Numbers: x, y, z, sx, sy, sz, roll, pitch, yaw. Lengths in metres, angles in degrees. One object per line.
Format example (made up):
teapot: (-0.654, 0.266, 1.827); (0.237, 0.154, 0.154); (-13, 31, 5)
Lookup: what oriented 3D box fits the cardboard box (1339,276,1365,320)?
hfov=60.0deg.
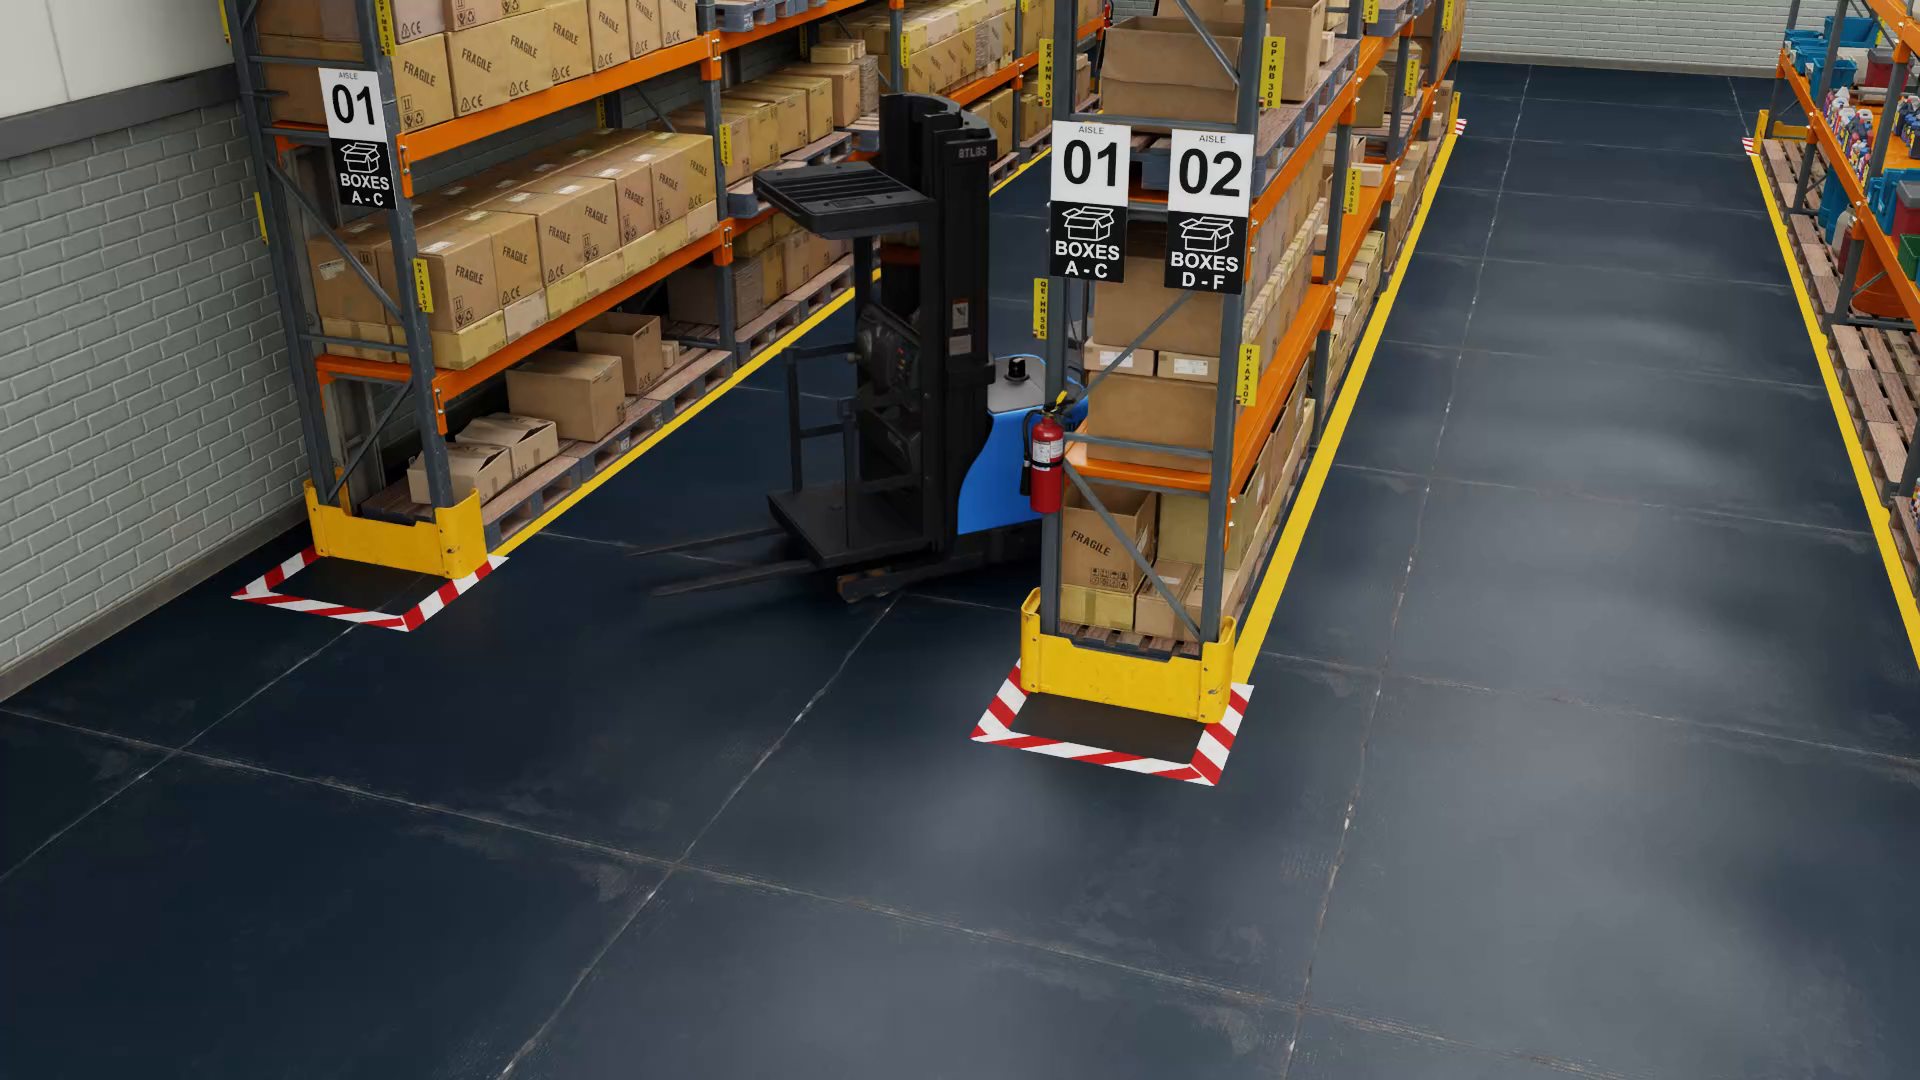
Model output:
cardboard box: (3.156, -2.109, 14.194); (0.500, 0.311, 0.500); (10, 27, 19)

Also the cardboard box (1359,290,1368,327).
cardboard box: (3.321, -2.065, 14.746); (0.500, 0.250, 0.500); (9, 27, 19)

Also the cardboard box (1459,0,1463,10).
cardboard box: (6.042, -6.922, 20.842); (0.500, 0.500, 0.500); (10, 27, 19)

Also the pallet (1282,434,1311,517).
pallet: (1.969, -0.564, 12.172); (1.003, 0.211, 1.213); (9, 27, 17)

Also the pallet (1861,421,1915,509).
pallet: (7.167, -0.493, 12.026); (1.003, 0.211, 1.213); (9, 27, 17)

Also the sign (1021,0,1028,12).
sign: (0.777, -6.555, 20.108); (0.100, 0.325, 0.005); (9, 27, 17)

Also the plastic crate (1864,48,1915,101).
plastic crate: (10.138, -5.094, 18.186); (0.402, 0.464, 0.583); (9, 27, 17)

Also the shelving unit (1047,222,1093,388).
shelving unit: (0.908, -1.243, 11.405); (0.503, 2.100, 0.431); (-18, 31, -33)

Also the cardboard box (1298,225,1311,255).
cardboard box: (2.129, -2.016, 11.113); (0.380, 0.149, 0.250); (9, 27, 17)

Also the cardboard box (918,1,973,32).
cardboard box: (-0.170, -5.813, 18.473); (0.500, 0.250, 0.500); (8, 27, 16)

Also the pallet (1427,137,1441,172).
pallet: (5.569, -4.957, 21.246); (1.003, 0.211, 1.213); (9, 27, 17)

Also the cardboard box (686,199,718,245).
cardboard box: (-2.272, -2.559, 13.243); (0.500, 0.250, 0.500); (9, 27, 18)

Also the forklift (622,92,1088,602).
forklift: (-0.637, -1.190, 10.344); (3.031, 2.935, 1.130); (-11, 28, -22)

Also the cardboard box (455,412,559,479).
cardboard box: (-3.226, -0.706, 11.847); (0.500, 0.311, 0.500); (11, 28, 22)

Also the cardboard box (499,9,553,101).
cardboard box: (-3.002, -3.147, 10.729); (0.500, 0.500, 0.500); (10, 28, 20)

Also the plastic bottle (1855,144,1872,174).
plastic bottle: (8.203, -3.453, 15.088); (0.097, 0.271, 0.097); (0, 26, 0)

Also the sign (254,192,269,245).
sign: (-4.248, -1.965, 10.175); (0.100, 0.325, 0.005); (9, 27, 17)

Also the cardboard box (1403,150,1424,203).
cardboard box: (4.869, -4.054, 18.544); (0.500, 0.500, 0.500); (9, 27, 18)

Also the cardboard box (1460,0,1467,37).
cardboard box: (6.374, -6.892, 21.929); (0.500, 0.500, 0.500); (10, 27, 19)

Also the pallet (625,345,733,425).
pallet: (-2.590, -1.320, 13.735); (1.003, 0.211, 1.213); (9, 27, 17)

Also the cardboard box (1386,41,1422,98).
cardboard box: (4.405, -4.926, 17.386); (0.700, 0.500, 0.500); (2, 26, 4)

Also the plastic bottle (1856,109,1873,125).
plastic bottle: (8.927, -4.114, 16.447); (0.152, 0.276, 0.135); (9, 27, 17)

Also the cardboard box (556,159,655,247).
cardboard box: (-2.604, -2.485, 12.229); (0.500, 0.500, 0.500); (8, 27, 16)

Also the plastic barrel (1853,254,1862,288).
plastic barrel: (8.524, -2.581, 15.512); (0.421, 0.512, 0.421); (0, 26, 0)

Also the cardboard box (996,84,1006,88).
cardboard box: (0.372, -5.762, 21.350); (0.380, 0.149, 0.250); (9, 27, 17)

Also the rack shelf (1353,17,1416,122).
rack shelf: (2.938, -3.988, 13.428); (1.077, 0.370, 4.000); (9, 27, 17)

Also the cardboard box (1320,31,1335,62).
cardboard box: (2.129, -3.093, 10.400); (0.380, 0.149, 0.250); (9, 27, 17)

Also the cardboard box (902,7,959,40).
cardboard box: (-0.334, -5.602, 18.038); (0.500, 0.250, 0.500); (9, 27, 18)

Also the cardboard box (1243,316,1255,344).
cardboard box: (1.445, -1.174, 9.374); (0.380, 0.149, 0.250); (9, 27, 18)

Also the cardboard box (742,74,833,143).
cardboard box: (-1.609, -4.033, 15.519); (0.700, 0.500, 0.500); (9, 27, 17)

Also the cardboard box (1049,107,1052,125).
cardboard box: (0.951, -5.917, 22.415); (0.700, 0.500, 0.500); (9, 27, 19)

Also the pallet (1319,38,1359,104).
pallet: (2.013, -3.096, 10.861); (1.003, 0.211, 1.213); (9, 27, 17)

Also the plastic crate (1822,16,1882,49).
plastic crate: (11.001, -6.229, 20.564); (0.616, 0.435, 0.499); (9, 27, 17)

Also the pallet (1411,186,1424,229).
pallet: (4.700, -3.832, 18.923); (1.003, 0.211, 1.213); (9, 27, 17)

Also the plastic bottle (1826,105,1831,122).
plastic bottle: (9.015, -4.424, 17.174); (0.097, 0.201, 0.097); (0, 26, 0)

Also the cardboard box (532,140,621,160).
cardboard box: (-2.929, -2.761, 12.798); (0.500, 0.500, 0.500); (9, 27, 17)

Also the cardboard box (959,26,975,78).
cardboard box: (-0.151, -5.483, 18.654); (0.500, 0.500, 0.500); (10, 27, 19)

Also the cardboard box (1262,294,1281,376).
cardboard box: (1.622, -1.367, 10.517); (0.700, 0.500, 0.500); (10, 27, 19)

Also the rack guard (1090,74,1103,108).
rack guard: (1.602, -6.673, 24.458); (1.175, 0.500, 0.348); (9, 27, 17)

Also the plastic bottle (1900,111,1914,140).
plastic bottle: (9.365, -4.094, 16.410); (0.097, 0.271, 0.097); (0, 26, 0)

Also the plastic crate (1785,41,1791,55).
plastic crate: (10.359, -6.086, 20.611); (0.250, 0.136, 0.298); (9, 27, 17)

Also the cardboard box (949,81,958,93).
cardboard box: (-0.240, -5.130, 18.668); (0.380, 0.149, 0.250); (9, 27, 18)

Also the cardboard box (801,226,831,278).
cardboard box: (-1.679, -2.867, 16.092); (0.700, 0.500, 0.500); (9, 27, 17)

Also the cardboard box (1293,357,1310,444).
cardboard box: (2.147, -1.003, 11.691); (0.500, 0.500, 0.500); (9, 27, 17)

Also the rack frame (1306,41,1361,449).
rack frame: (2.273, -2.140, 12.227); (1.000, 3.000, 0.127); (9, 27, 17)

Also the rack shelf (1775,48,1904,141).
rack shelf: (10.270, -5.205, 19.385); (1.077, 0.370, 4.000); (9, 27, 17)

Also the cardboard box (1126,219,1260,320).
cardboard box: (1.297, -1.553, 9.413); (0.700, 0.500, 0.500); (8, 27, 16)

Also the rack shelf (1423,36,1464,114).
rack shelf: (5.601, -5.925, 20.871); (1.077, 0.370, 4.000); (9, 27, 17)

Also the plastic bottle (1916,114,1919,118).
plastic bottle: (9.489, -4.085, 16.388); (0.152, 0.276, 0.135); (9, 27, 17)

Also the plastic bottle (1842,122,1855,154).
plastic bottle: (8.492, -3.840, 15.872); (0.061, 0.283, 0.133); (9, 27, 17)

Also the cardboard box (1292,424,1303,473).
cardboard box: (2.149, -0.665, 11.854); (0.500, 0.250, 0.500); (9, 27, 17)

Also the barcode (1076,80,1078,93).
barcode: (0.587, -2.301, 8.452); (0.001, 0.075, 0.075); (9, 27, 17)

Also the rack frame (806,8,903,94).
rack frame: (-1.069, -4.500, 17.103); (1.000, 3.000, 0.127); (9, 27, 17)
